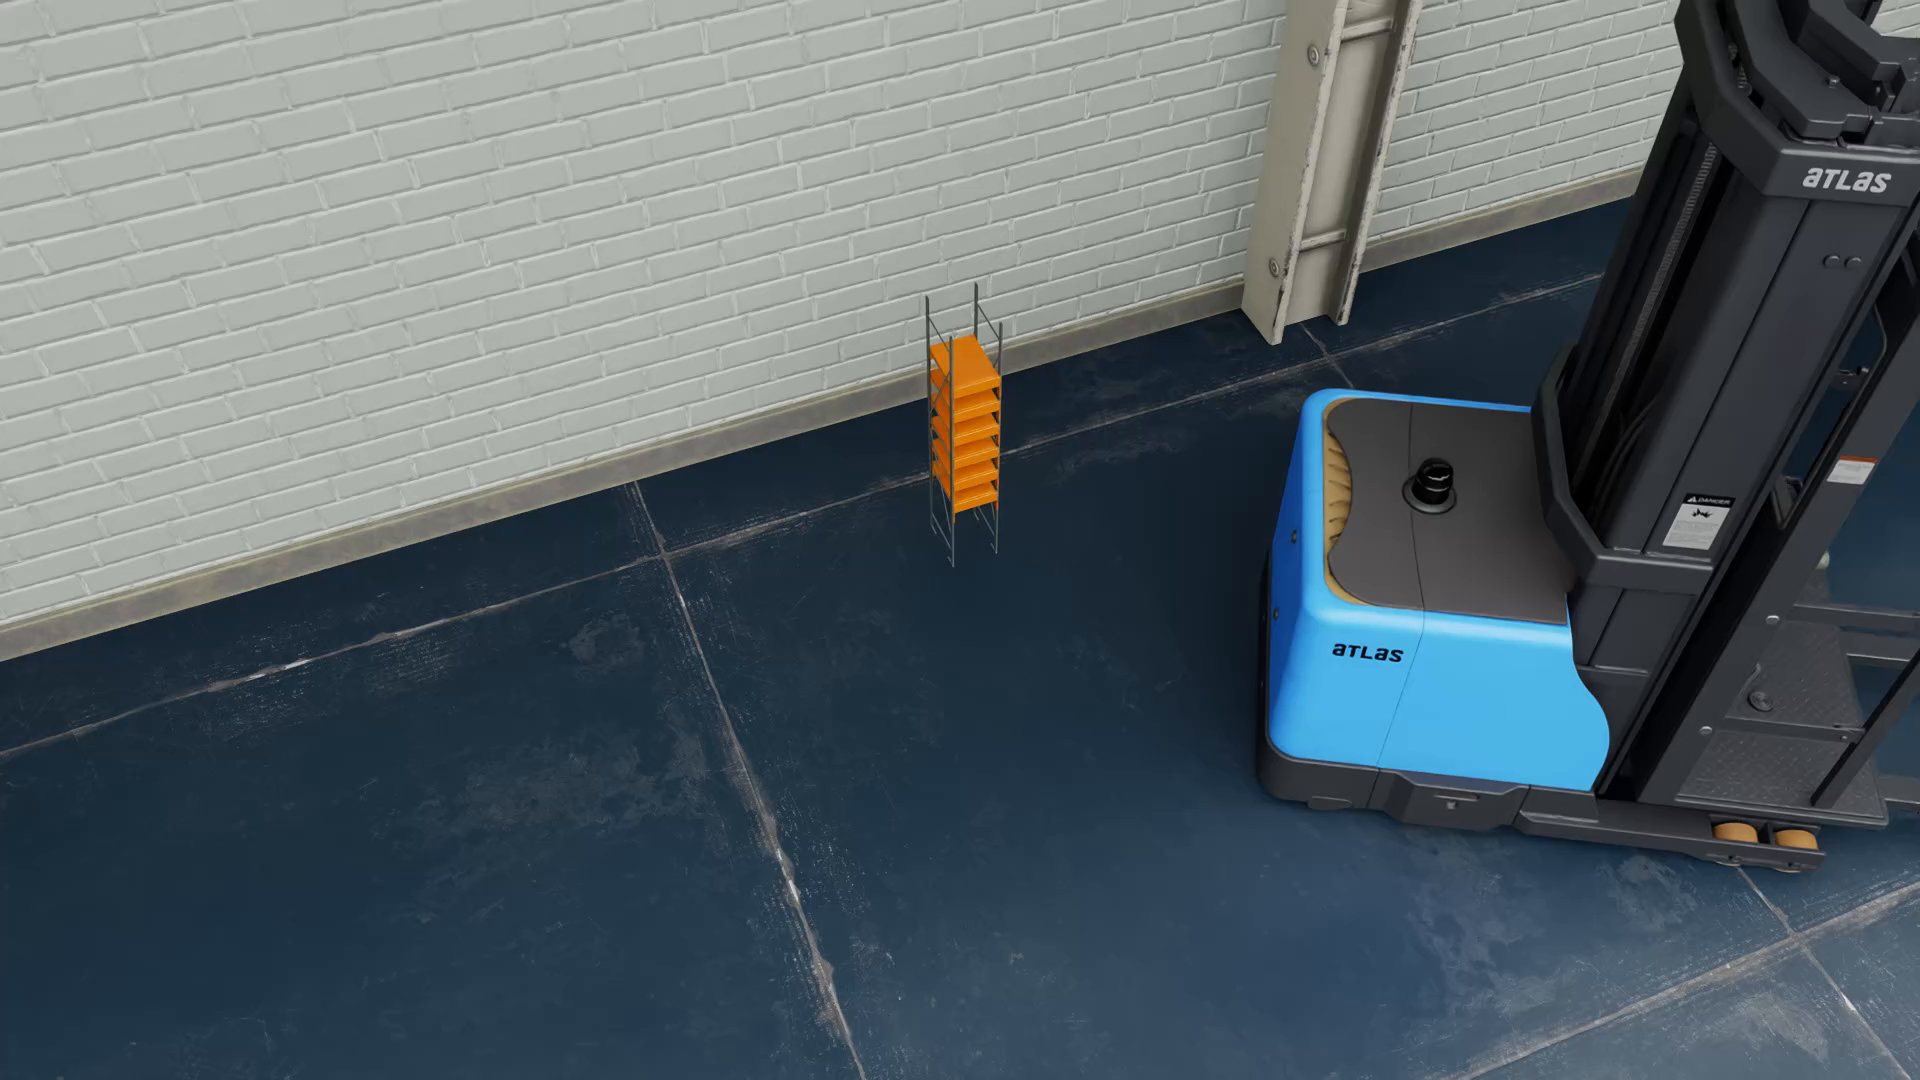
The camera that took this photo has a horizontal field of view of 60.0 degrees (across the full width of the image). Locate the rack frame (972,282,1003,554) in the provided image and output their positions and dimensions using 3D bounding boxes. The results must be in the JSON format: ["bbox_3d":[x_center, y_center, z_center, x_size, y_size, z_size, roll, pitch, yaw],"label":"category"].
[{"bbox_3d":[0.098,-0.421,6.162,0.006,1.200,0.240,-17,52,-14],"label":"rack frame"}]

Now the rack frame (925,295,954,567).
[{"bbox_3d":[-0.071,-0.369,6.117,0.006,1.200,0.240,-17,52,-14],"label":"rack frame"}]

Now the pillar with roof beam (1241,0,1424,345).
[{"bbox_3d":[3.122,-0.930,1.458,0.400,9.000,9.100,-17,52,-14],"label":"pillar with roof beam"}]

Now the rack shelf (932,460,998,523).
[{"bbox_3d":[0.013,-0.210,6.355,0.180,0.103,0.258,-17,52,-14],"label":"rack shelf"}]

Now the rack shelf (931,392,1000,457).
[{"bbox_3d":[0.013,-0.444,6.082,0.180,0.103,0.258,-17,52,-14],"label":"rack shelf"}]

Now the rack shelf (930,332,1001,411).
[{"bbox_3d":[0.013,-0.601,5.900,0.180,0.103,0.258,-17,52,-14],"label":"rack shelf"}]

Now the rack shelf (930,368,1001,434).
[{"bbox_3d":[0.013,-0.522,5.991,0.180,0.103,0.258,-17,52,-14],"label":"rack shelf"}]

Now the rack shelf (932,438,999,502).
[{"bbox_3d":[0.013,-0.288,6.264,0.180,0.103,0.258,-17,52,-14],"label":"rack shelf"}]

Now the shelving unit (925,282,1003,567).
[{"bbox_3d":[0.013,-0.395,6.139,0.189,1.200,0.258,-17,52,-14],"label":"shelving unit"}]

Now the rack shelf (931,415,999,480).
[{"bbox_3d":[0.013,-0.366,6.173,0.180,0.103,0.258,-17,52,-14],"label":"rack shelf"}]

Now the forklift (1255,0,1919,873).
[{"bbox_3d":[2.589,-0.264,4.885,3.031,2.935,1.130,6,50,5],"label":"forklift"}]
